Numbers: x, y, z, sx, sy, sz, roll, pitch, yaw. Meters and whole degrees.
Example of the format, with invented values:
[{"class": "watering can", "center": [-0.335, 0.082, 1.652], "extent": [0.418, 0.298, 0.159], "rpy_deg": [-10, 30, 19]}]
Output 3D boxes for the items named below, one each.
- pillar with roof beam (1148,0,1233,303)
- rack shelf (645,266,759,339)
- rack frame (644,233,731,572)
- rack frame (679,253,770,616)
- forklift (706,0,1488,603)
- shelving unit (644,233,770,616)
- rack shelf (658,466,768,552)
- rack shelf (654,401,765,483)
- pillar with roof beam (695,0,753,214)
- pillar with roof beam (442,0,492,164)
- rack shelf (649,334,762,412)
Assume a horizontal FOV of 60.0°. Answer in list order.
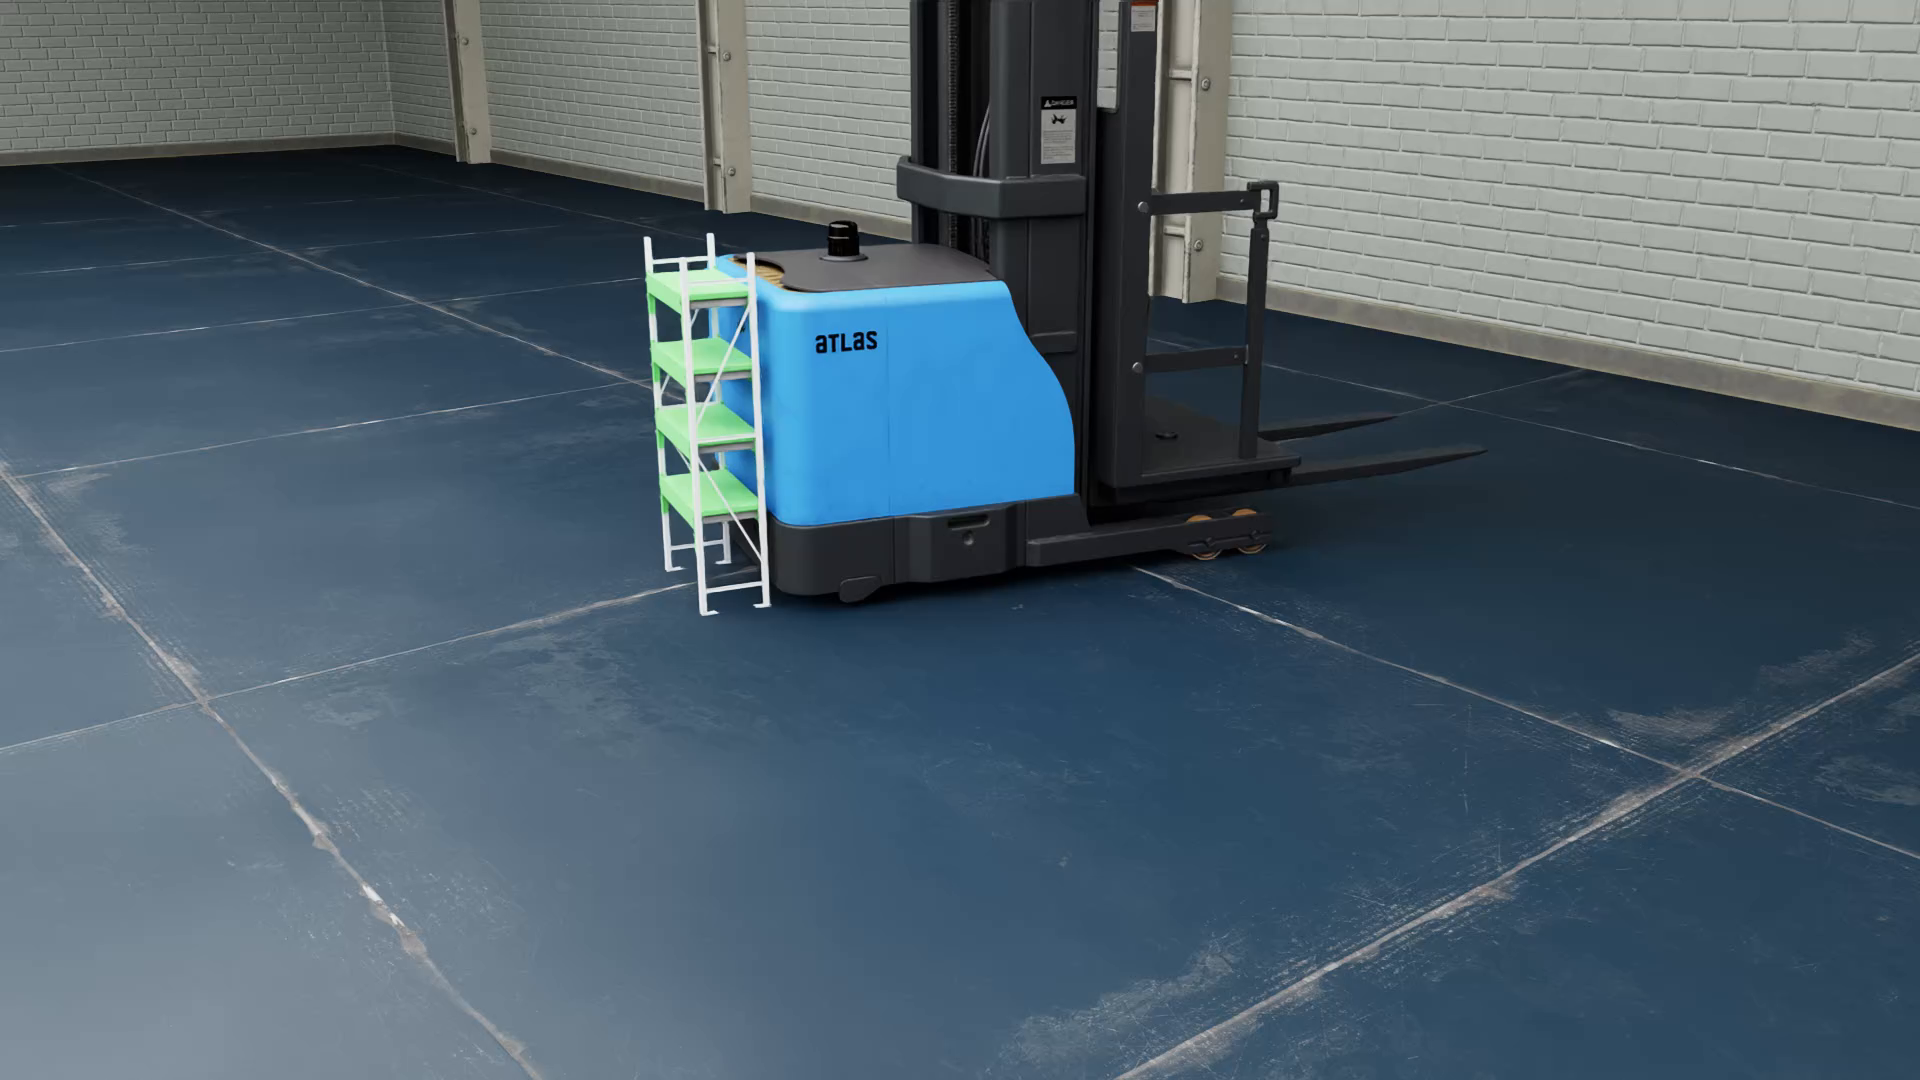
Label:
[{"class": "pillar with roof beam", "center": [-1.851, -5.097, 7.441], "extent": [9.100, 9.000, 0.400], "rpy_deg": [-14, 23, -36]}, {"class": "rack shelf", "center": [-0.864, -0.796, 5.532], "extent": [0.258, 0.148, 0.480], "rpy_deg": [-8, 20, -22]}, {"class": "rack frame", "center": [-0.957, -0.472, 5.877], "extent": [0.240, 1.200, 0.015], "rpy_deg": [-8, 20, -22]}, {"class": "rack frame", "center": [-0.765, -0.331, 5.451], "extent": [0.240, 1.200, 0.015], "rpy_deg": [-8, 20, -22]}, {"class": "forklift", "center": [0.624, -1.461, 6.111], "extent": [3.031, 2.935, 1.130], "rpy_deg": [-7, 20, -21]}, {"class": "shelving unit", "center": [-0.861, -0.402, 5.664], "extent": [0.258, 1.200, 0.503], "rpy_deg": [-8, 20, -22]}, {"class": "rack shelf", "center": [-0.859, -0.113, 5.760], "extent": [0.258, 0.148, 0.480], "rpy_deg": [-8, 20, -22]}, {"class": "rack shelf", "center": [-0.861, -0.341, 5.684], "extent": [0.258, 0.148, 0.480], "rpy_deg": [-8, 20, -22]}, {"class": "pillar with roof beam", "center": [-5.577, -6.576, 11.906], "extent": [9.100, 9.000, 0.400], "rpy_deg": [-14, 23, -36]}, {"class": "pillar with roof beam", "center": [-9.302, -8.054, 16.371], "extent": [9.100, 9.000, 0.400], "rpy_deg": [-14, 23, -36]}, {"class": "rack shelf", "center": [-0.862, -0.569, 5.608], "extent": [0.258, 0.148, 0.480], "rpy_deg": [-8, 20, -22]}]
